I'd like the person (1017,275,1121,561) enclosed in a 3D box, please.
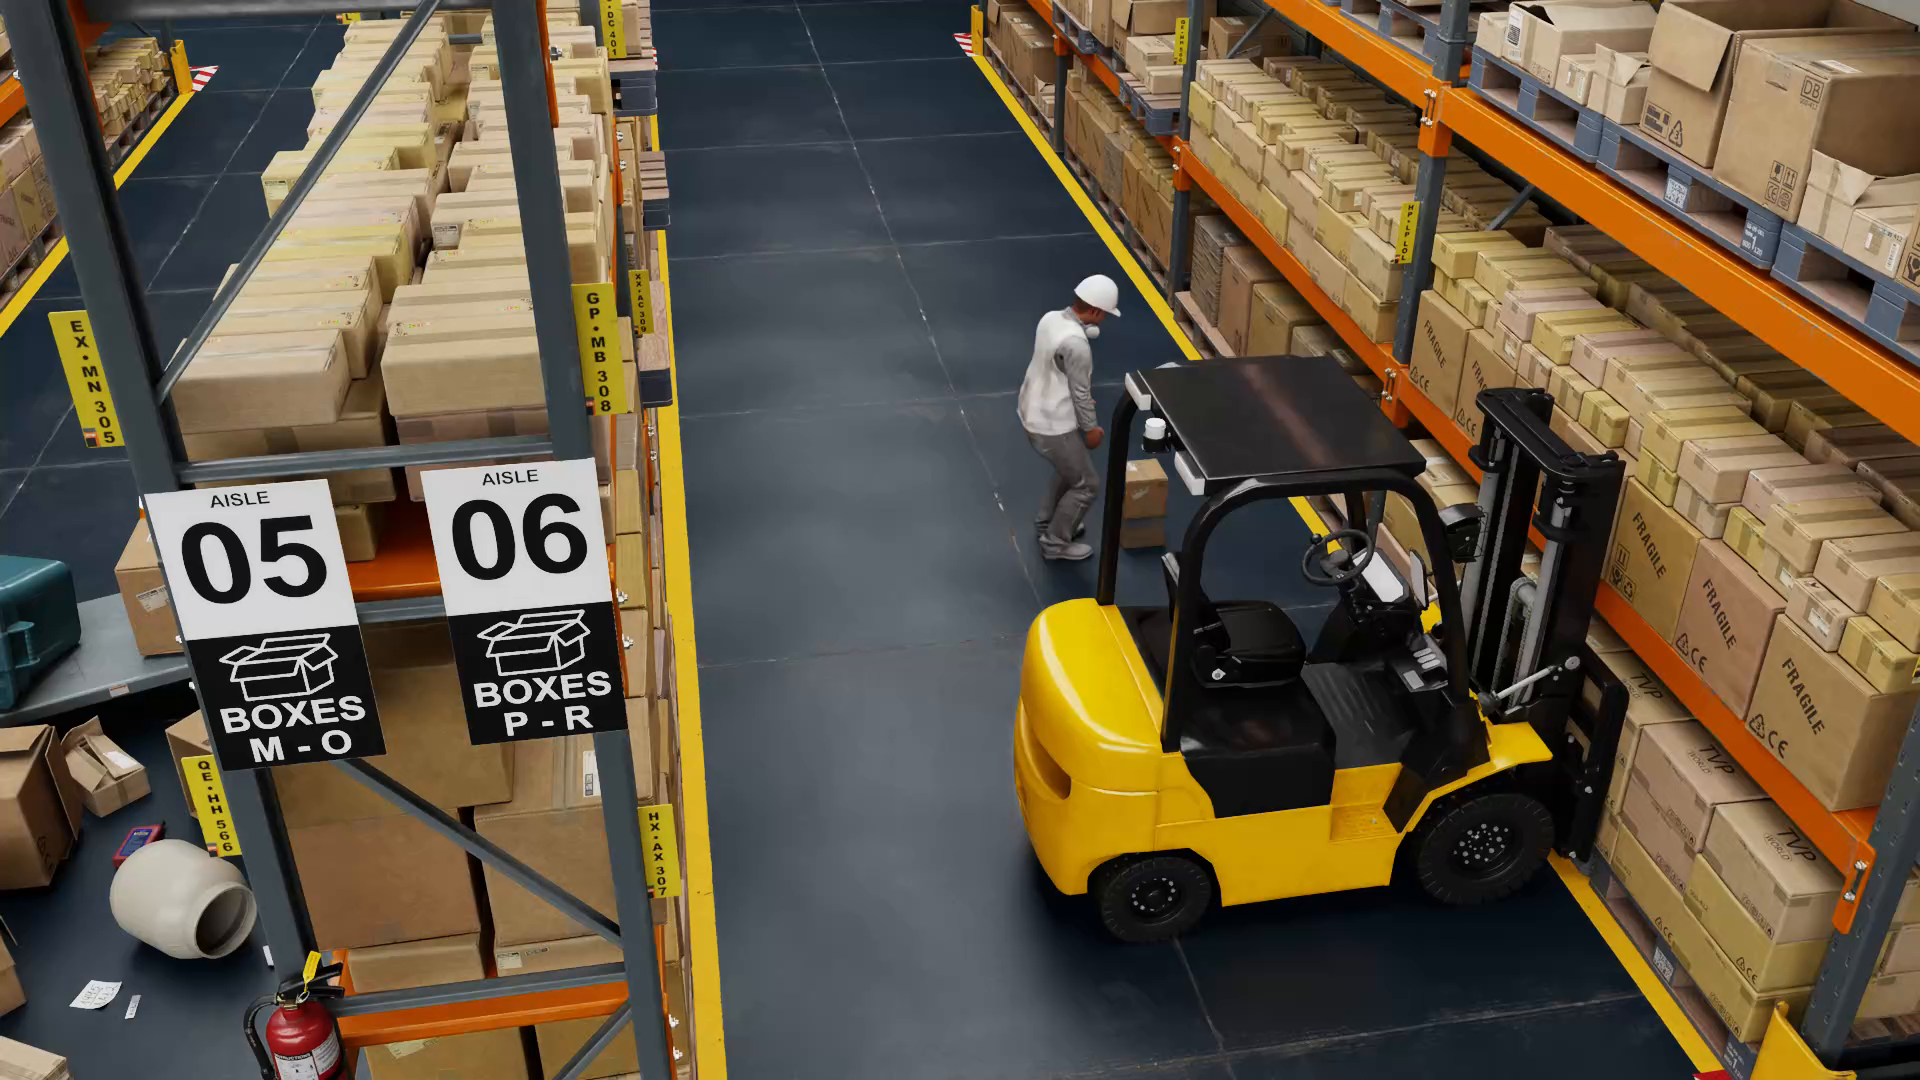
[{"bbox_3d":[0.608,-0.705,9.425,0.559,1.665,0.574,-5,31,-8],"label":"person"}]
